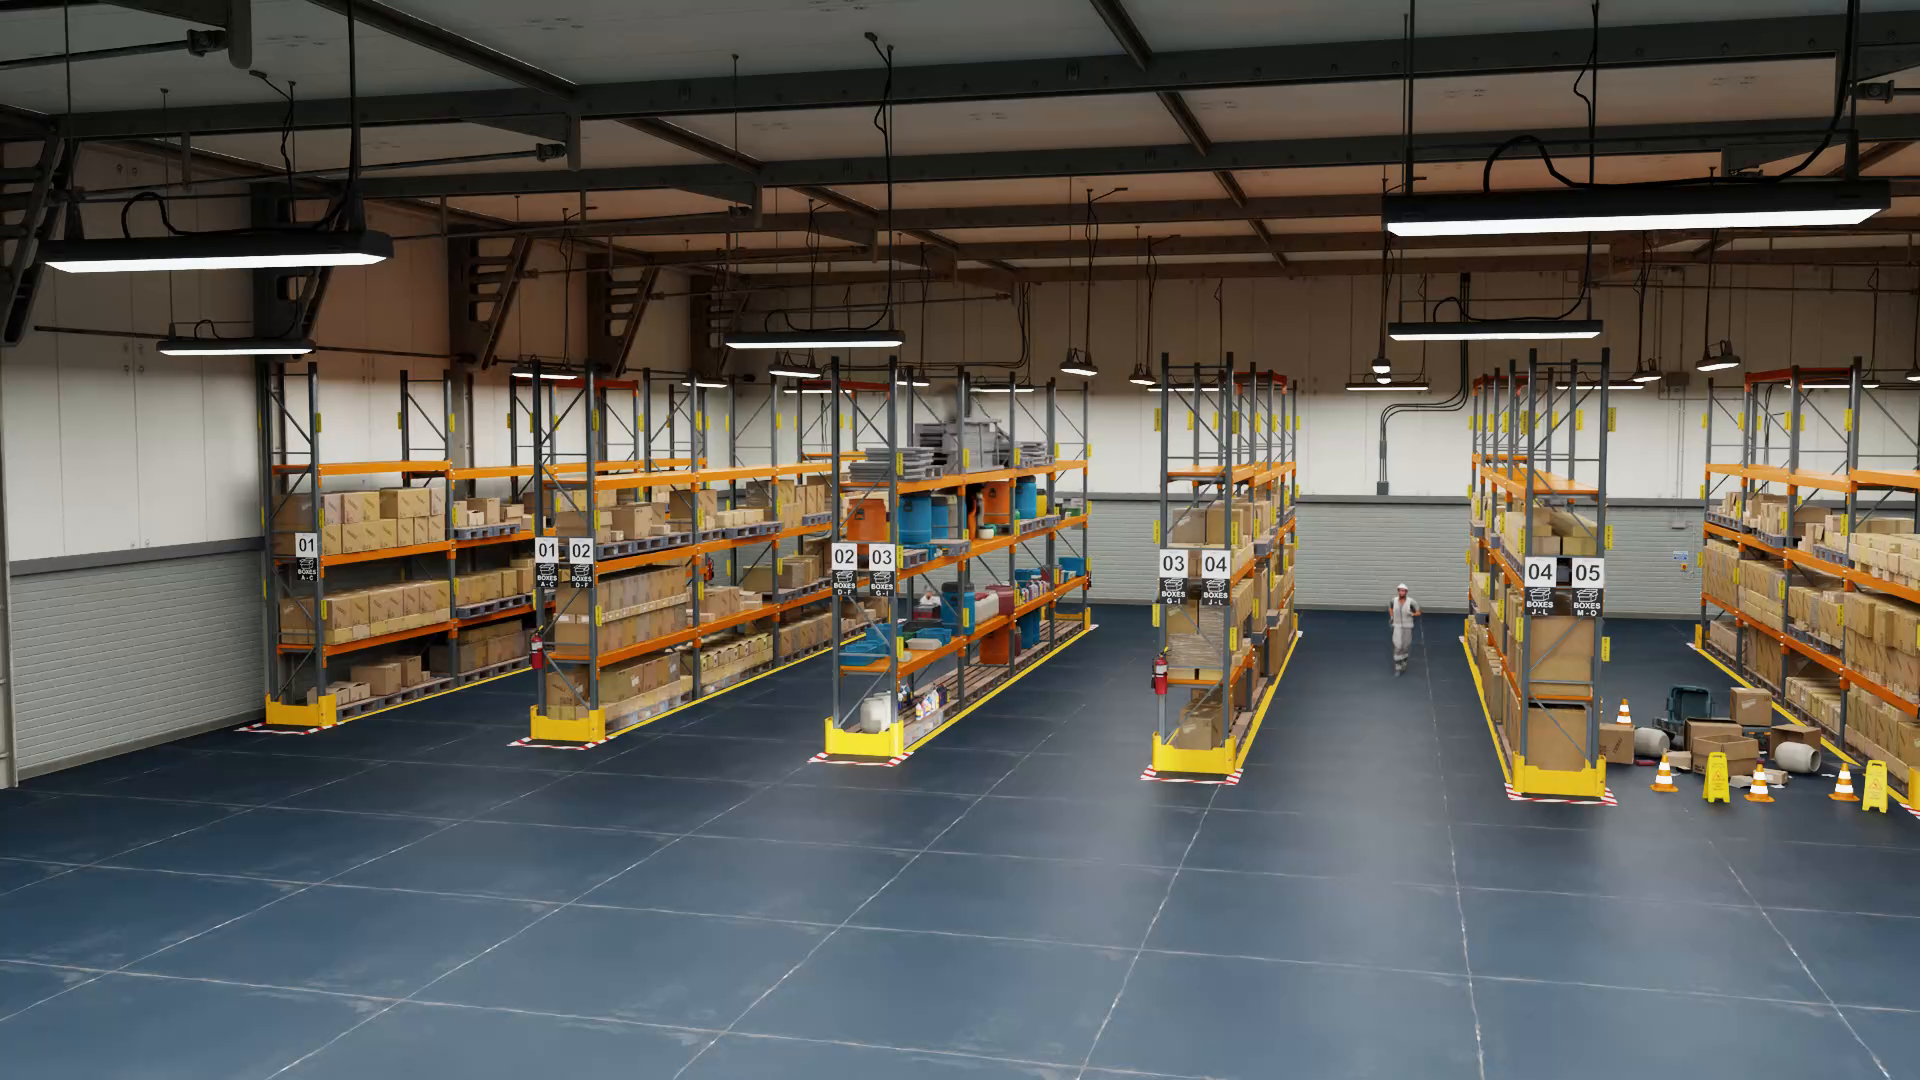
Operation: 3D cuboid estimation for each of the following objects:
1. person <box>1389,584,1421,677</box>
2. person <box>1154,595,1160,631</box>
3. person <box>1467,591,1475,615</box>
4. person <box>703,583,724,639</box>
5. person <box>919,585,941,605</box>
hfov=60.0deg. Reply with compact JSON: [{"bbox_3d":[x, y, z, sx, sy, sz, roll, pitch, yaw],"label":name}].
[{"bbox_3d":[8.837,1.785,33.079,0.623,1.837,0.850,1,4,18],"label":"person"},{"bbox_3d":[4.373,1.714,34.963,0.661,1.682,0.585,1,4,15],"label":"person"},{"bbox_3d":[12.381,1.363,39.351,0.679,1.741,0.658,-1,4,-14],"label":"person"},{"bbox_3d":[-5.306,1.704,36.006,0.611,1.622,0.973,1,4,18],"label":"person"},{"bbox_3d":[-0.578,1.693,34.563,0.619,1.563,1.026,1,4,12],"label":"person"}]
